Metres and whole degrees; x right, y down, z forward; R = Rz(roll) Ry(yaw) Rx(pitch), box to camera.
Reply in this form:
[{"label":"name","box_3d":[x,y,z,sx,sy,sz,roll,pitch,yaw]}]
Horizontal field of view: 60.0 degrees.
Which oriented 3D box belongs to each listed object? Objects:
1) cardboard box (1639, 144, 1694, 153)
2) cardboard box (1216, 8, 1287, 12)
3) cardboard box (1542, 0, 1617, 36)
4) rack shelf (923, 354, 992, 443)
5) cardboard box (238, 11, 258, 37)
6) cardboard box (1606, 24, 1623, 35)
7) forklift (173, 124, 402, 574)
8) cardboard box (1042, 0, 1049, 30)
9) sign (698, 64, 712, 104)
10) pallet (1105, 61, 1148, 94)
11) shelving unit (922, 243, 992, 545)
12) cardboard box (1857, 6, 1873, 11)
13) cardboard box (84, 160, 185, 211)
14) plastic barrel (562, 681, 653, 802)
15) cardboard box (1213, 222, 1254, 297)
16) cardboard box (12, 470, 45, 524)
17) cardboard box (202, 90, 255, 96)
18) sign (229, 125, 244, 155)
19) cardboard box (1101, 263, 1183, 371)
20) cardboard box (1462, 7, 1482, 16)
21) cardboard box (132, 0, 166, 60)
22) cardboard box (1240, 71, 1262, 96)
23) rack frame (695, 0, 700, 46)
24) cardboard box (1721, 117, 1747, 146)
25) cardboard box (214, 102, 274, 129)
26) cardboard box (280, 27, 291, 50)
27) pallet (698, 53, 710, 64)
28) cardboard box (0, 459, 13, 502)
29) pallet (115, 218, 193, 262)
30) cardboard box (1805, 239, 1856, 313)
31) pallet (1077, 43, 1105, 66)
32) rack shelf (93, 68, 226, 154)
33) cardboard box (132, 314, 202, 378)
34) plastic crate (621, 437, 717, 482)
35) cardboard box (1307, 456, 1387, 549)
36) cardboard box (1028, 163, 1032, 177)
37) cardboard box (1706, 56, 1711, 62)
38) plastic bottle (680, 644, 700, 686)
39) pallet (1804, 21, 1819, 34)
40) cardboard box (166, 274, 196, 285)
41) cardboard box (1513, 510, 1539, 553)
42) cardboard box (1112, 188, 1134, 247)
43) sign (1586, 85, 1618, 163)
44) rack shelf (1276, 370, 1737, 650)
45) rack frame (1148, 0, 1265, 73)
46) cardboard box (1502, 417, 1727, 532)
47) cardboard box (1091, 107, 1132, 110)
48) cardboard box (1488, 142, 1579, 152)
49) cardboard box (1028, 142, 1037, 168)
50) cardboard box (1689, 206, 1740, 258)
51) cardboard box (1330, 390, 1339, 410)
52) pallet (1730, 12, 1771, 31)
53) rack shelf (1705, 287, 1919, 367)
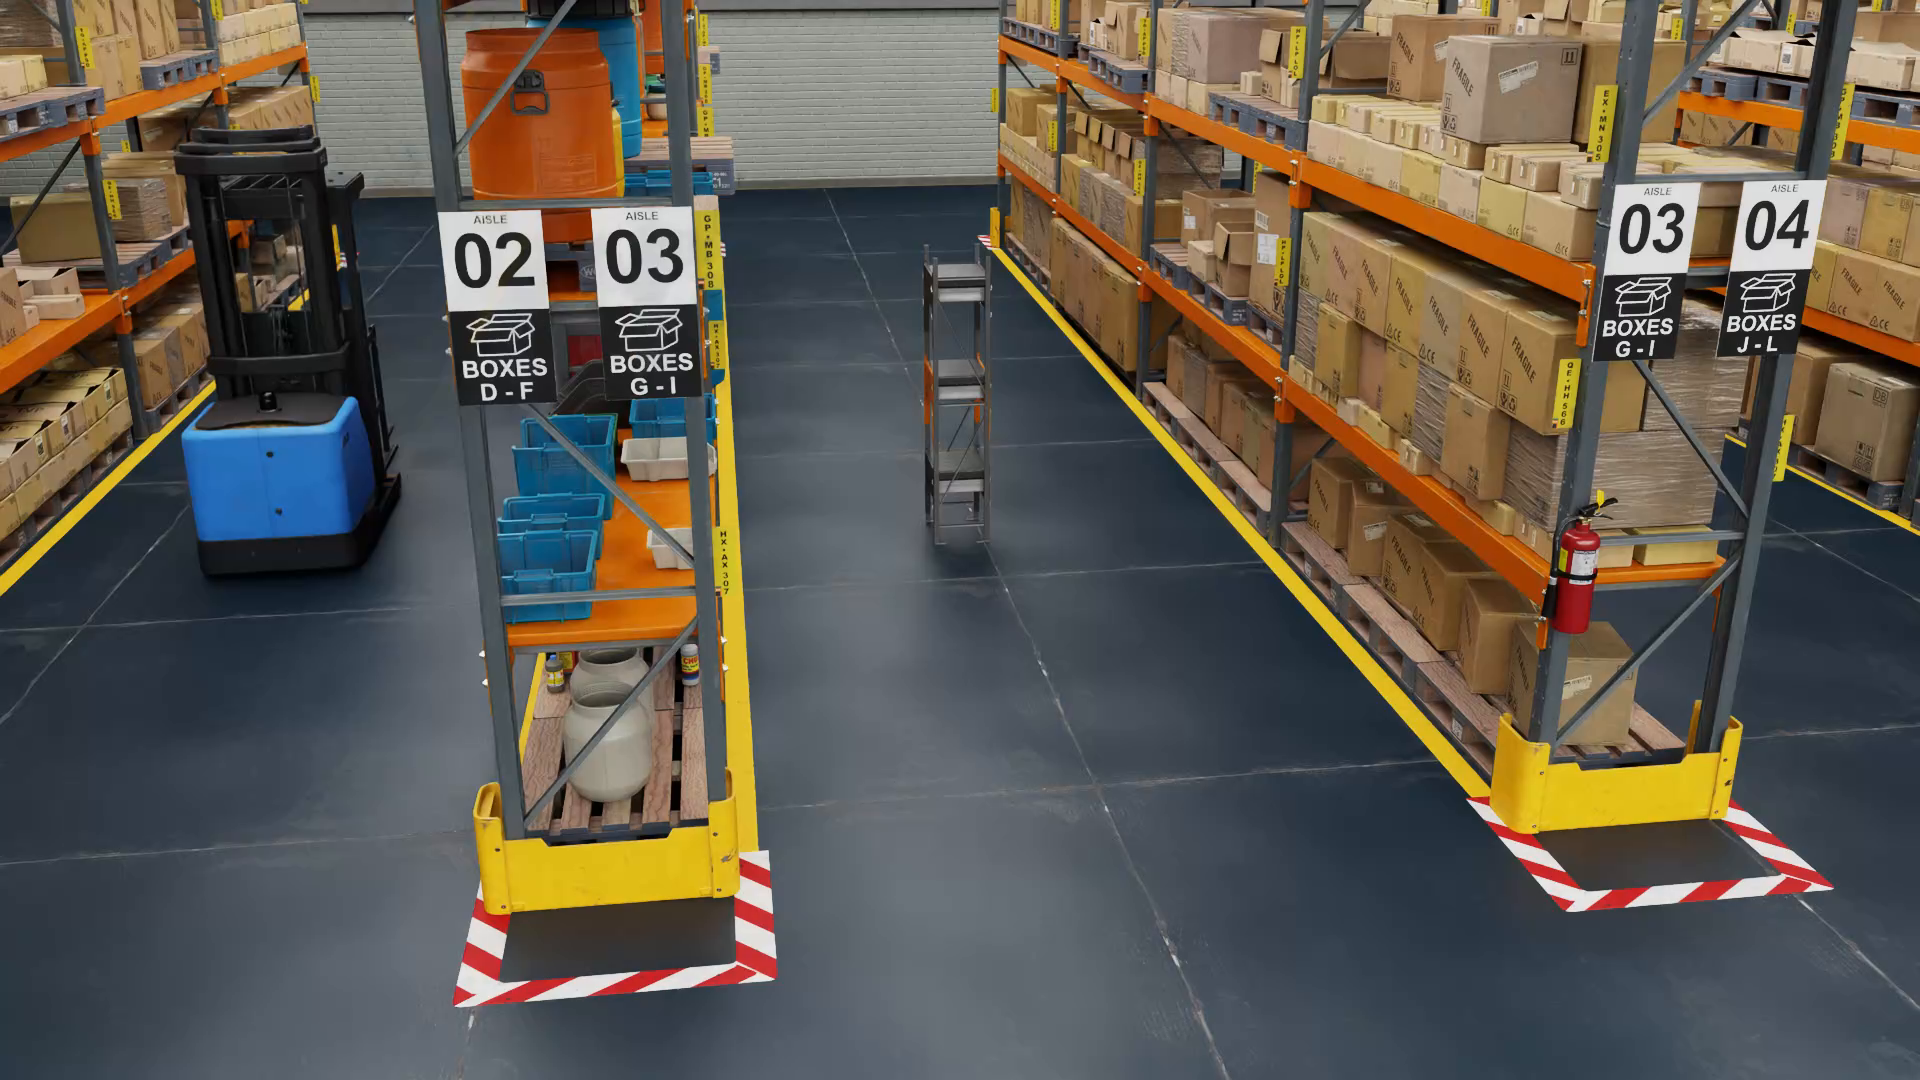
[{"label":"cardboard box","box_3d":[3.449,-1.902,8.379,0.380,0.149,0.250,-2,21,-6]},{"label":"cardboard box","box_3d":[2.492,-4.303,14.306,0.500,0.500,0.500,-2,21,-6]},{"label":"cardboard box","box_3d":[6.614,-5.478,17.562,0.797,0.503,0.637,-3,21,-8]},{"label":"rack shelf","box_3d":[-0.024,-1.028,12.007,0.431,0.518,0.480,-3,21,-8]},{"label":"cardboard box","box_3d":[-8.163,-5.753,18.544,0.500,0.250,0.500,-3,21,-8]},{"label":"cardboard box","box_3d":[6.679,-4.794,16.334,0.500,0.500,0.500,-3,21,-8]},{"label":"forklift","box_3d":[-4.942,-1.616,12.355,1.130,2.935,3.031,-3,21,-9]},{"label":"cardboard box","box_3d":[1.353,-6.304,19.635,0.700,0.500,0.500,-2,21,-5]},{"label":"sign","box_3d":[-2.182,-3.906,14.249,0.100,0.325,0.005,-3,21,-8]},{"label":"pallet","box_3d":[2.030,-4.306,15.442,1.213,0.211,1.003,-2,21,-5]},{"label":"shelving unit","box_3d":[-0.024,-1.041,12.002,0.431,2.100,0.503,-3,21,-8]},{"label":"cardboard box","box_3d":[10.997,-6.445,20.347,0.396,0.266,0.258,-2,21,-6]},{"label":"cardboard box","box_3d":[-8.196,-3.489,16.528,0.700,0.500,0.500,0,20,1]},{"label":"plastic barrel","box_3d":[-1.743,0.995,8.221,0.421,0.512,0.421,0,20,0]},{"label":"cardboard box","box_3d":[2.411,-2.225,13.139,0.797,0.503,0.637,-1,20,-2]},{"label":"cardboard box","box_3d":[-7.014,-0.303,12.070,0.500,0.250,0.500,-4,21,-9]},{"label":"cardboard box","box_3d":[-8.895,-5.209,20.303,0.500,0.500,0.500,-3,21,-7]},{"label":"sign","box_3d":[-7.656,-4.228,17.593,0.100,0.325,0.005,-3,21,-8]},{"label":"cardboard box","box_3d":[2.097,-2.211,16.285,1.225,0.875,0.875,-4,21,-10]},{"label":"cardboard box","box_3d":[6.203,-6.086,19.436,0.500,0.250,0.500,-4,21,-10]},{"label":"cardboard box","box_3d":[-8.086,-4.943,15.991,0.600,0.600,0.600,-3,21,-8]},{"label":"cardboard box","box_3d":[2.383,-3.521,12.803,0.380,0.166,0.250,-3,21,-9]},{"label":"rack frame","box_3d":[-3.302,-6.715,17.333,1.000,3.000,0.127,-3,21,-8]},{"label":"cardboard box","box_3d":[10.770,-5.554,22.658,0.500,0.500,0.500,-3,21,-8]},{"label":"cardboard box","box_3d":[-8.143,-4.705,18.955,0.500,0.500,0.500,-4,21,-9]},{"label":"cardboard box","box_3d":[-8.385,-6.038,20.021,0.500,0.250,0.500,-3,21,-8]},{"label":"pallet","box_3d":[-2.926,-4.562,16.127,1.003,0.211,1.213,-3,21,-8]},{"label":"cardboard box","box_3d":[-6.931,-0.387,11.493,0.500,0.311,0.500,-3,21,-8]},{"label":"pallet","box_3d":[-7.913,-2.854,15.845,1.003,0.211,1.213,-3,21,-8]},{"label":"cardboard box","box_3d":[7.189,-2.164,13.579,0.500,0.500,0.500,-3,21,-7]},{"label":"pallet","box_3d":[1.780,-5.155,17.717,0.805,0.209,1.217,-4,21,-10]},{"label":"rack shelf","box_3d":[-7.916,-4.032,15.465,1.077,0.370,4.000,-3,21,-8]},{"label":"cardboard box","box_3d":[-7.559,-1.833,15.781,0.500,0.500,0.500,-3,21,-8]},{"label":"plastic crate","box_3d":[-1.665,-0.462,9.542,0.530,0.136,0.437,-3,21,-8]},{"label":"cardboard box","box_3d":[2.770,-0.270,11.624,0.500,0.500,0.500,-4,21,-9]},{"label":"cardboard box","box_3d":[1.045,-4.571,20.526,0.380,0.149,0.250,-3,21,-9]},{"label":"cardboard box","box_3d":[6.988,-4.392,15.017,0.380,0.149,0.250,-4,21,-10]},{"label":"plastic bottle","box_3d":[-1.526,0.679,9.382,0.097,0.271,0.097,0,20,0]},{"label":"pallet","box_3d":[11.298,-6.302,20.641,1.003,0.211,1.213,-3,21,-8]},{"label":"cardboard box","box_3d":[-8.376,-2.511,17.597,0.500,0.500,0.500,-4,21,-10]},{"label":"cardboard box","box_3d":[3.048,-0.057,8.440,0.380,0.149,0.250,-3,21,-8]},{"label":"cardboard box","box_3d":[1.793,-3.148,16.213,0.500,0.500,0.500,-3,21,-8]},{"label":"sign","box_3d":[2.776,-1.798,7.192,0.100,0.325,0.005,-3,21,-8]},{"label":"rack shelf","box_3d":[3.040,-0.355,9.908,1.077,0.370,4.000,-3,21,-8]},{"label":"rack frame","box_3d":[2.175,-5.580,14.294,1.000,3.000,0.127,-3,21,-8]},{"label":"cardboard box","box_3d":[3.276,-0.378,8.372,0.875,0.500,0.500,-3,21,-8]},{"label":"cardboard box","box_3d":[1.783,-4.753,19.373,0.500,0.500,0.500,-3,21,-8]},{"label":"cardboard box","box_3d":[2.938,-1.965,8.546,0.380,0.149,0.250,-3,21,-7]},{"label":"cardboard box","box_3d":[1.125,-4.719,20.353,0.500,0.250,0.500,-2,21,-7]},{"label":"cardboard box","box_3d":[3.515,-1.514,7.911,0.500,0.250,0.500,-2,21,-6]},{"label":"cardboard box","box_3d":[2.617,-0.919,10.748,0.380,0.149,0.250,-3,21,-8]},{"label":"pallet","box_3d":[10.946,-7.146,22.903,1.003,0.211,1.213,-3,21,-8]},{"label":"rack shelf","box_3d":[7.386,-1.955,14.192,1.077,0.370,4.000,-3,21,-8]}]
